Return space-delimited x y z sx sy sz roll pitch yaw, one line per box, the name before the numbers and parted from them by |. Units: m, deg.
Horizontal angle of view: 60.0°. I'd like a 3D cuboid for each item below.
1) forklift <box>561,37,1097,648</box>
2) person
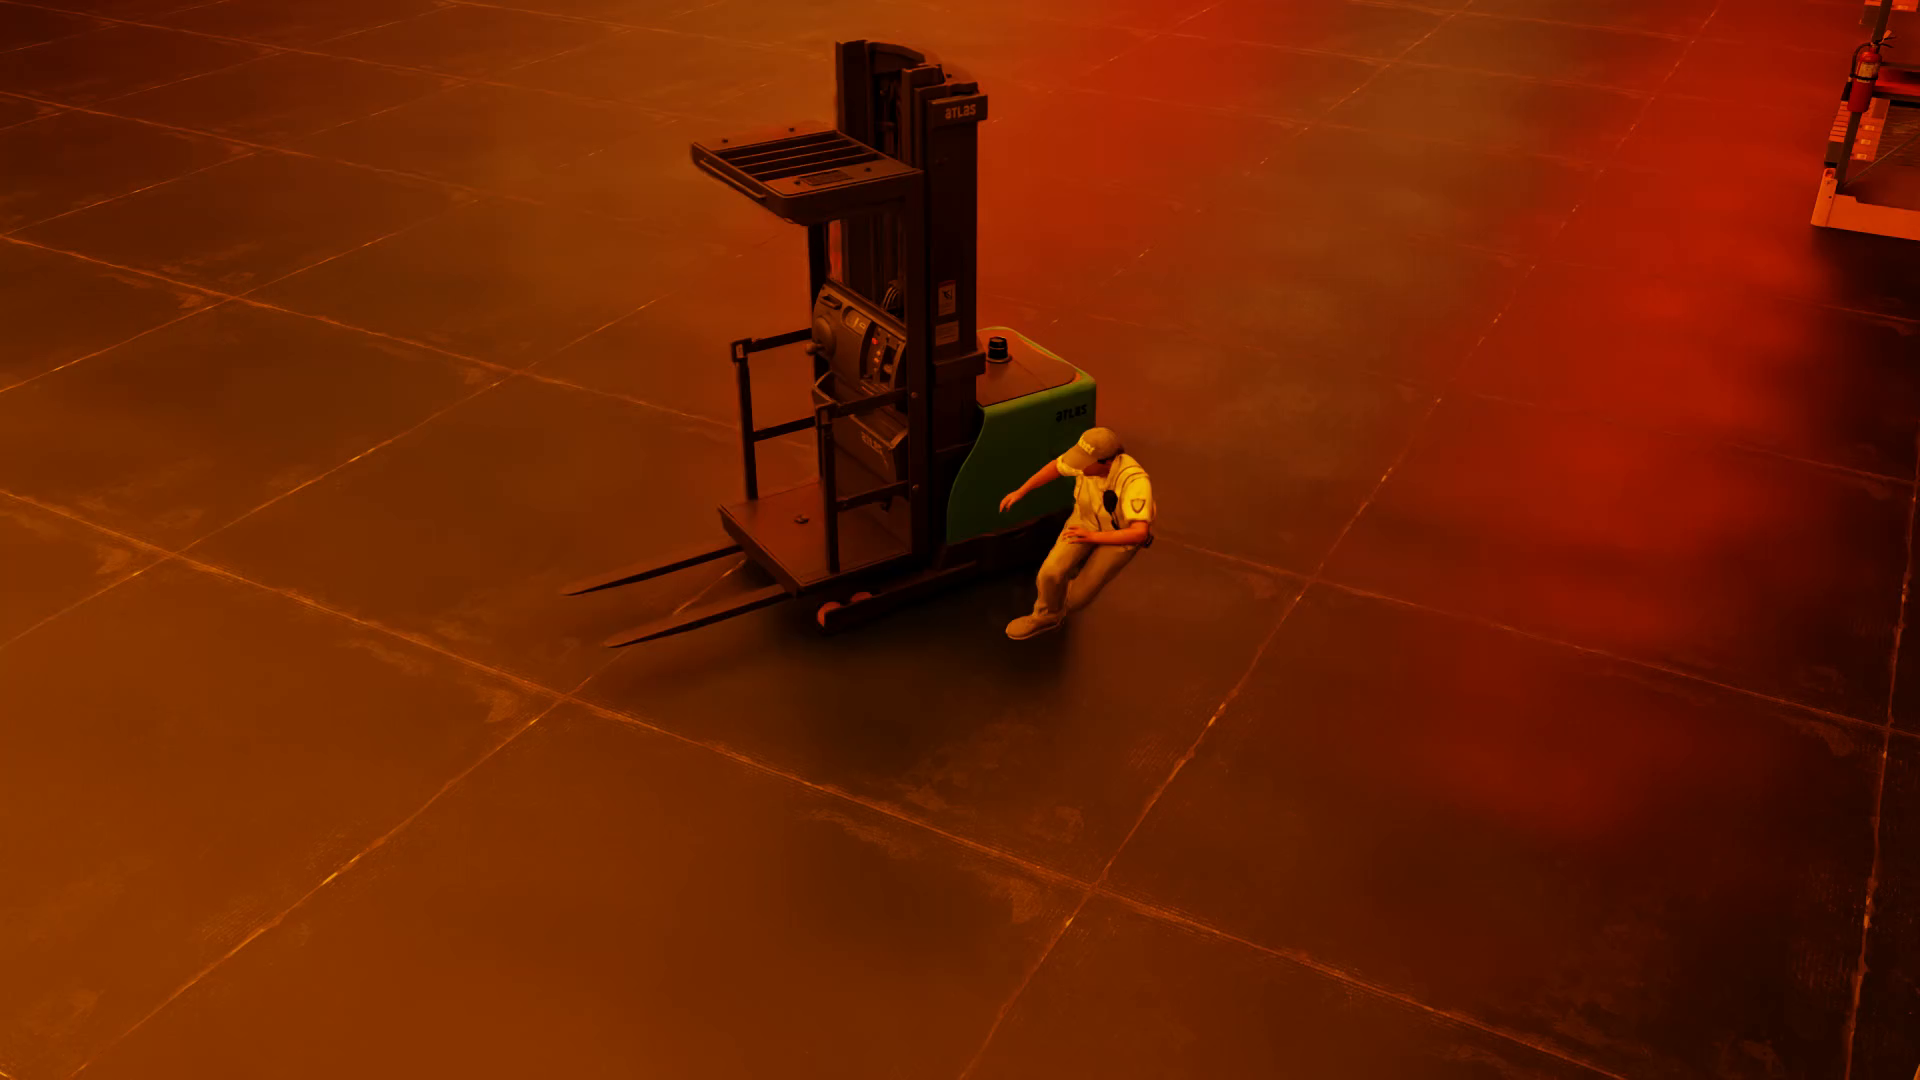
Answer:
forklift | -0.725 -1.066 8.918 3.031 2.935 1.130 -18 34 -28
person | 0.608 0.013 8.566 0.913 1.437 0.869 16 33 25
